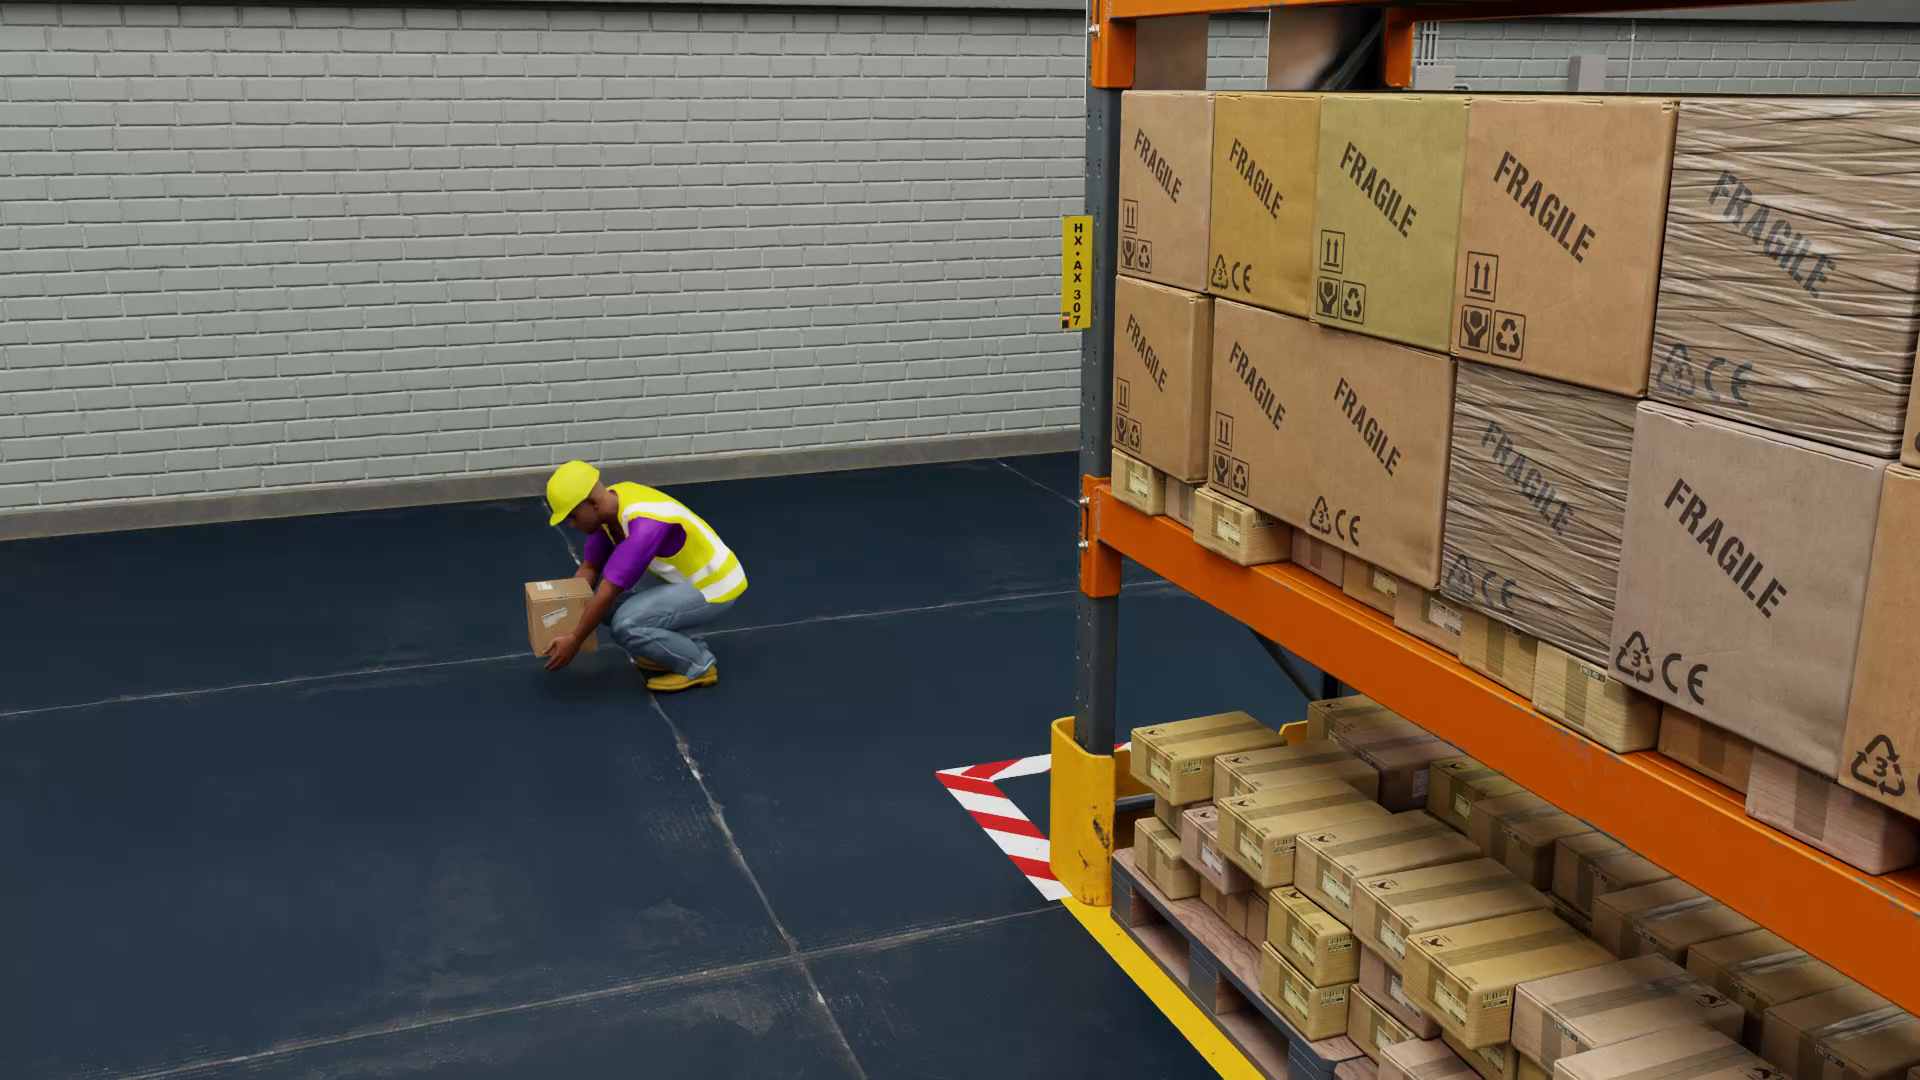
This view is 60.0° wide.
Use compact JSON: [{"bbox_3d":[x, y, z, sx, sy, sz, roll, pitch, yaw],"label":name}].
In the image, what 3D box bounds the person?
[{"bbox_3d":[-1.340,0.129,6.968,0.881,0.999,0.586,-6,17,-20],"label":"person"}]
